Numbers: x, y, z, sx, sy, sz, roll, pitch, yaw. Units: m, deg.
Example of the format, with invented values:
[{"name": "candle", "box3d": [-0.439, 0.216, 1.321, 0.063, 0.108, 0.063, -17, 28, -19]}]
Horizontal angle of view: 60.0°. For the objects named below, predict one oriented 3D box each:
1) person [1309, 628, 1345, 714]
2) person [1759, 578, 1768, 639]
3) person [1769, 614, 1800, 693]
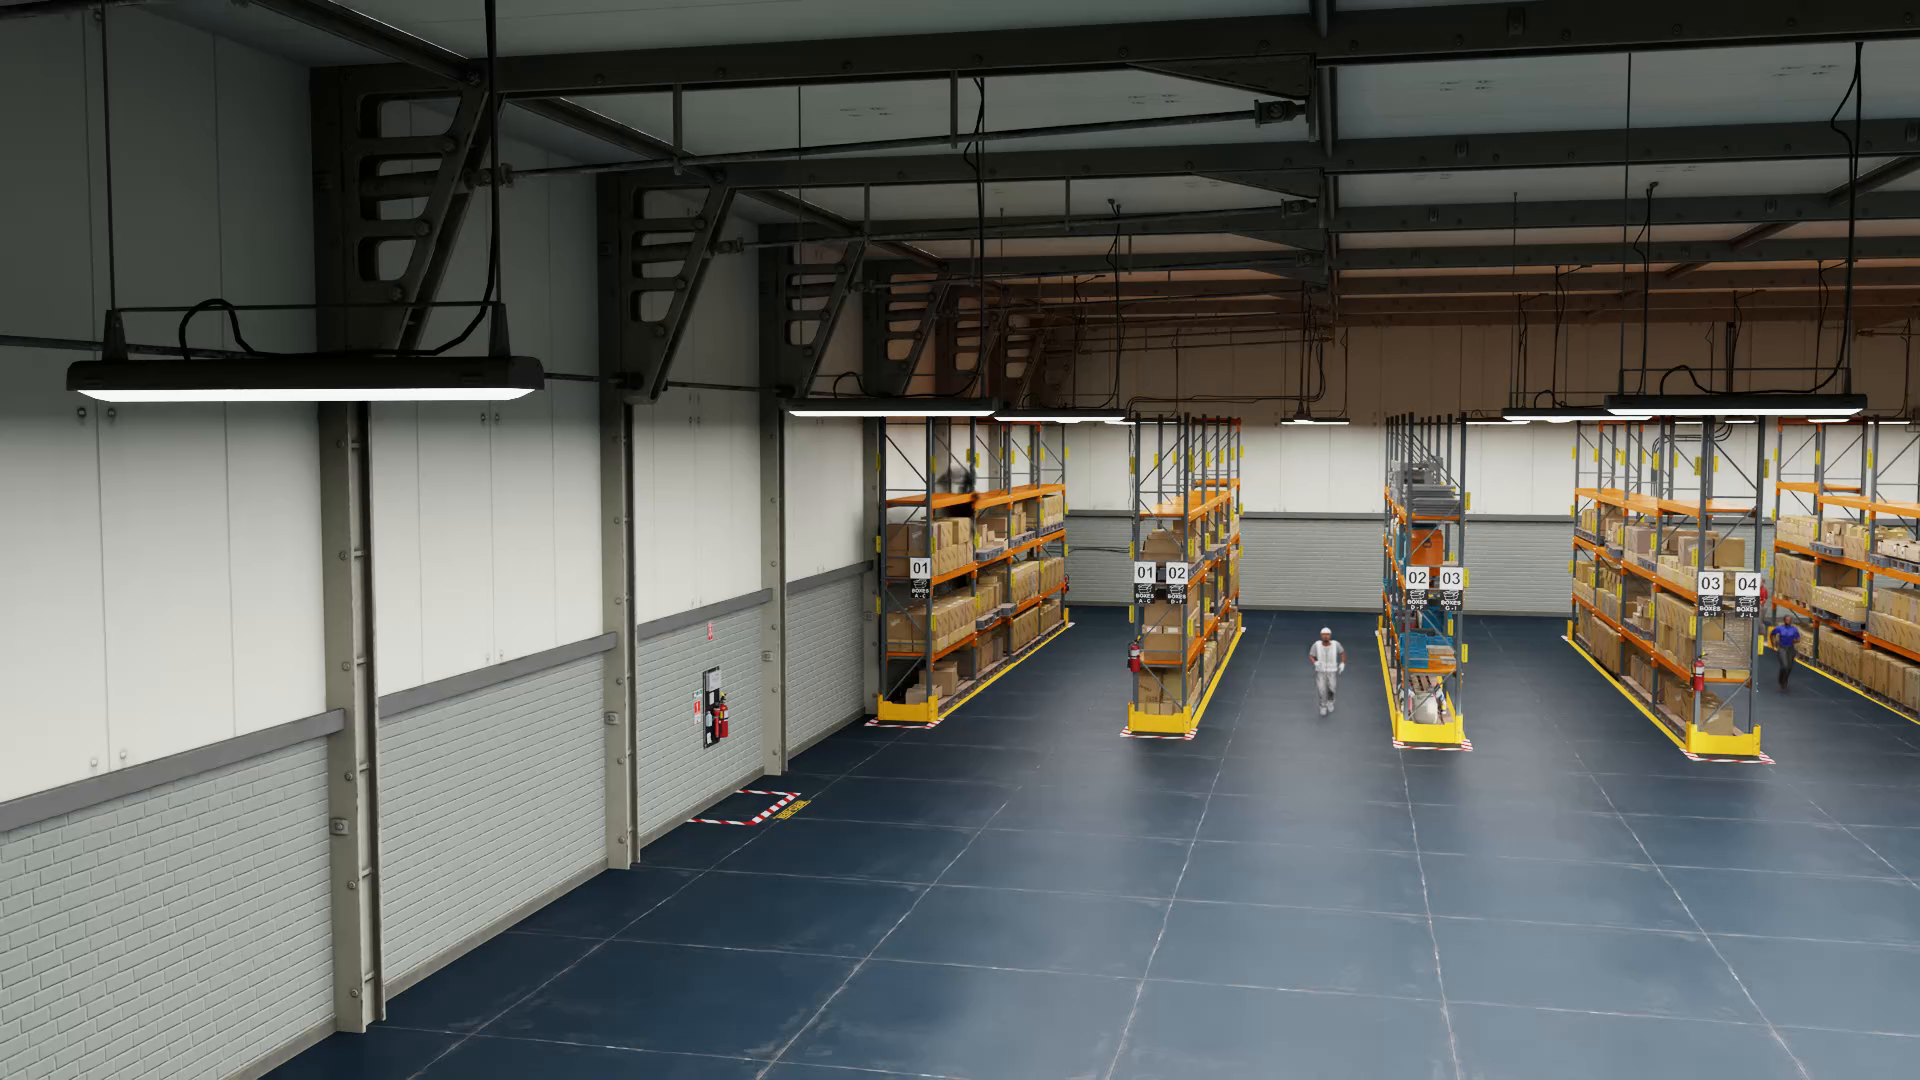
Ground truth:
[{"name": "person", "box3d": [7.292, 2.611, 33.018, 0.715, 1.738, 0.597, 1, 4, 9]}, {"name": "person", "box3d": [21.432, 1.875, 44.638, 0.654, 1.738, 0.674, 0, 4, -6]}, {"name": "person", "box3d": [17.922, 2.464, 36.084, 0.543, 1.701, 0.725, 0, 4, 5]}]
